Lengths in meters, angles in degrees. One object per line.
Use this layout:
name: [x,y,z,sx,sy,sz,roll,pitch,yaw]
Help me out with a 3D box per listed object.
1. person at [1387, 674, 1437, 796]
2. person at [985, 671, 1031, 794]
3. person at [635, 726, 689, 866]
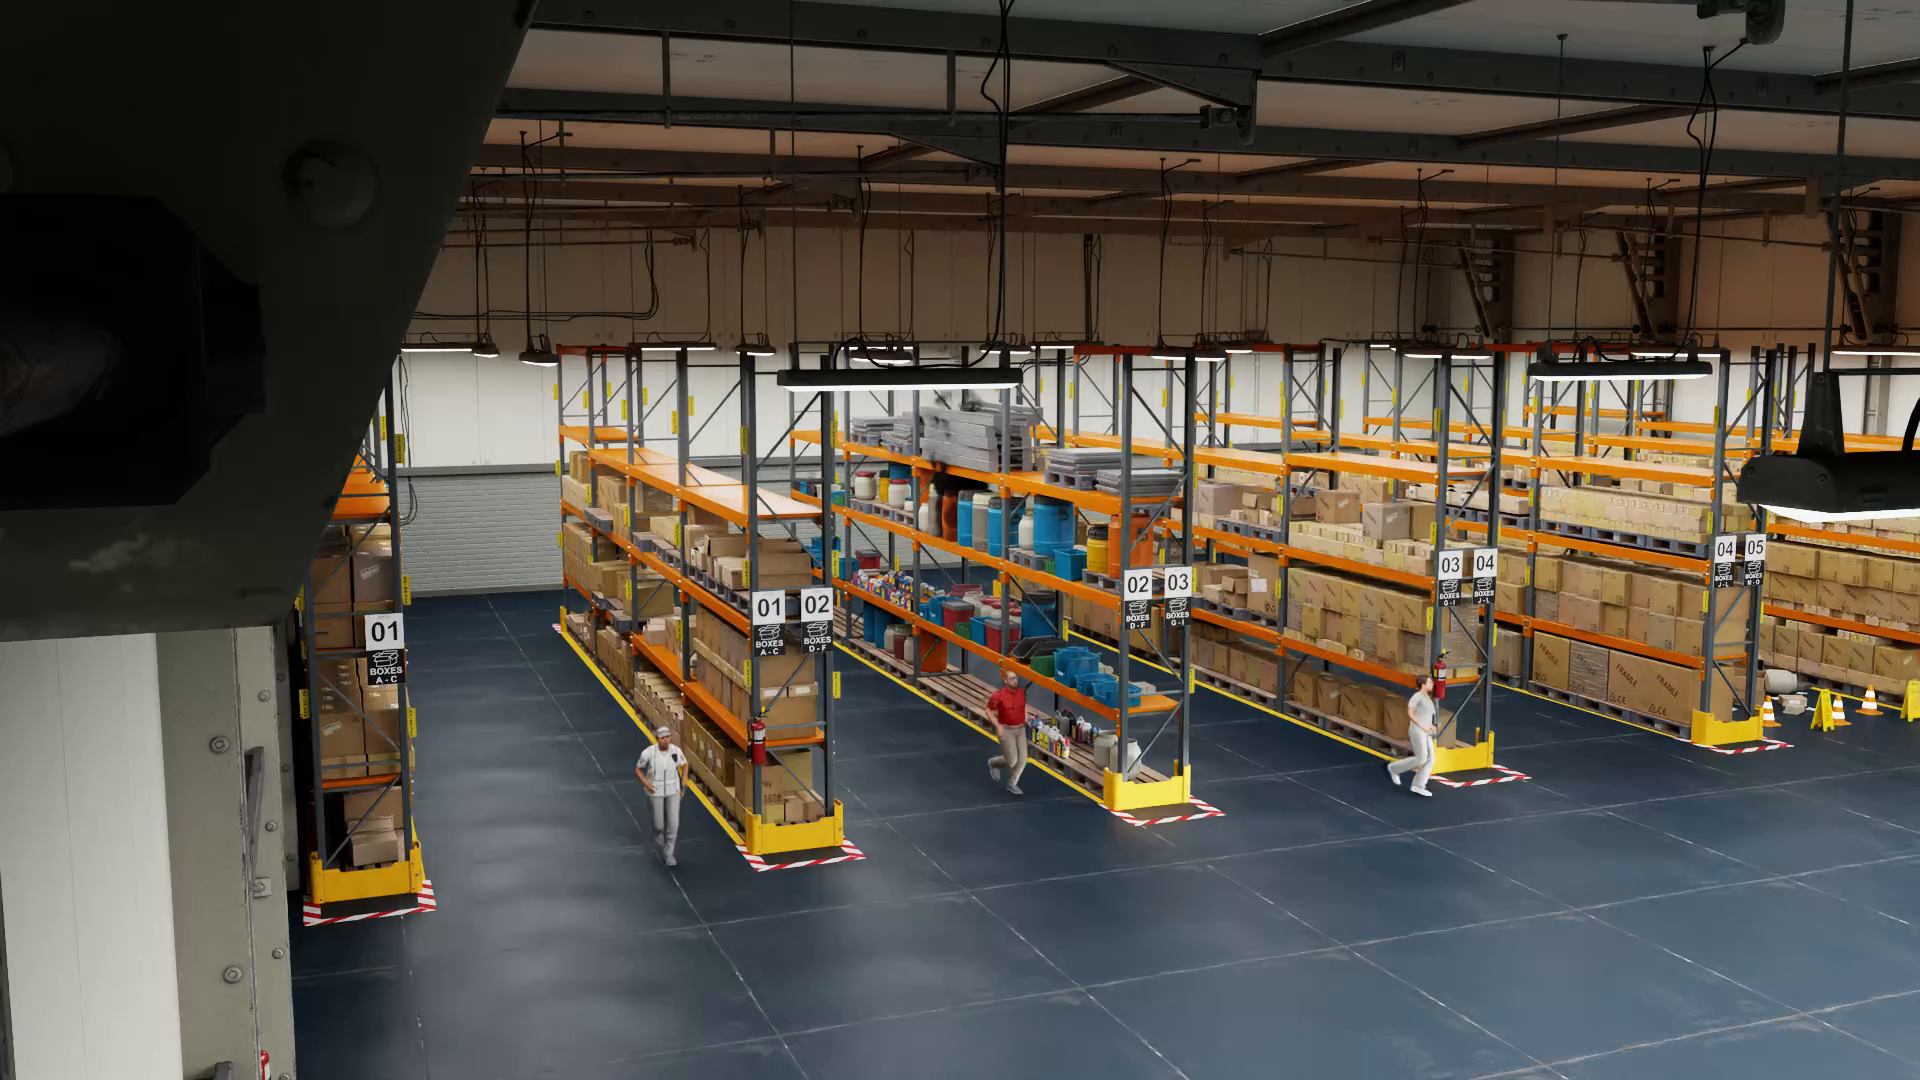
person: [6.308,2.644,22.902,0.683,1.613,0.640,6,9,37]
person: [0.681,2.619,22.780,0.664,1.684,0.602,-5,9,-33]
person: [-3.547,3.024,19.877,0.641,1.647,0.598,-2,8,-17]
